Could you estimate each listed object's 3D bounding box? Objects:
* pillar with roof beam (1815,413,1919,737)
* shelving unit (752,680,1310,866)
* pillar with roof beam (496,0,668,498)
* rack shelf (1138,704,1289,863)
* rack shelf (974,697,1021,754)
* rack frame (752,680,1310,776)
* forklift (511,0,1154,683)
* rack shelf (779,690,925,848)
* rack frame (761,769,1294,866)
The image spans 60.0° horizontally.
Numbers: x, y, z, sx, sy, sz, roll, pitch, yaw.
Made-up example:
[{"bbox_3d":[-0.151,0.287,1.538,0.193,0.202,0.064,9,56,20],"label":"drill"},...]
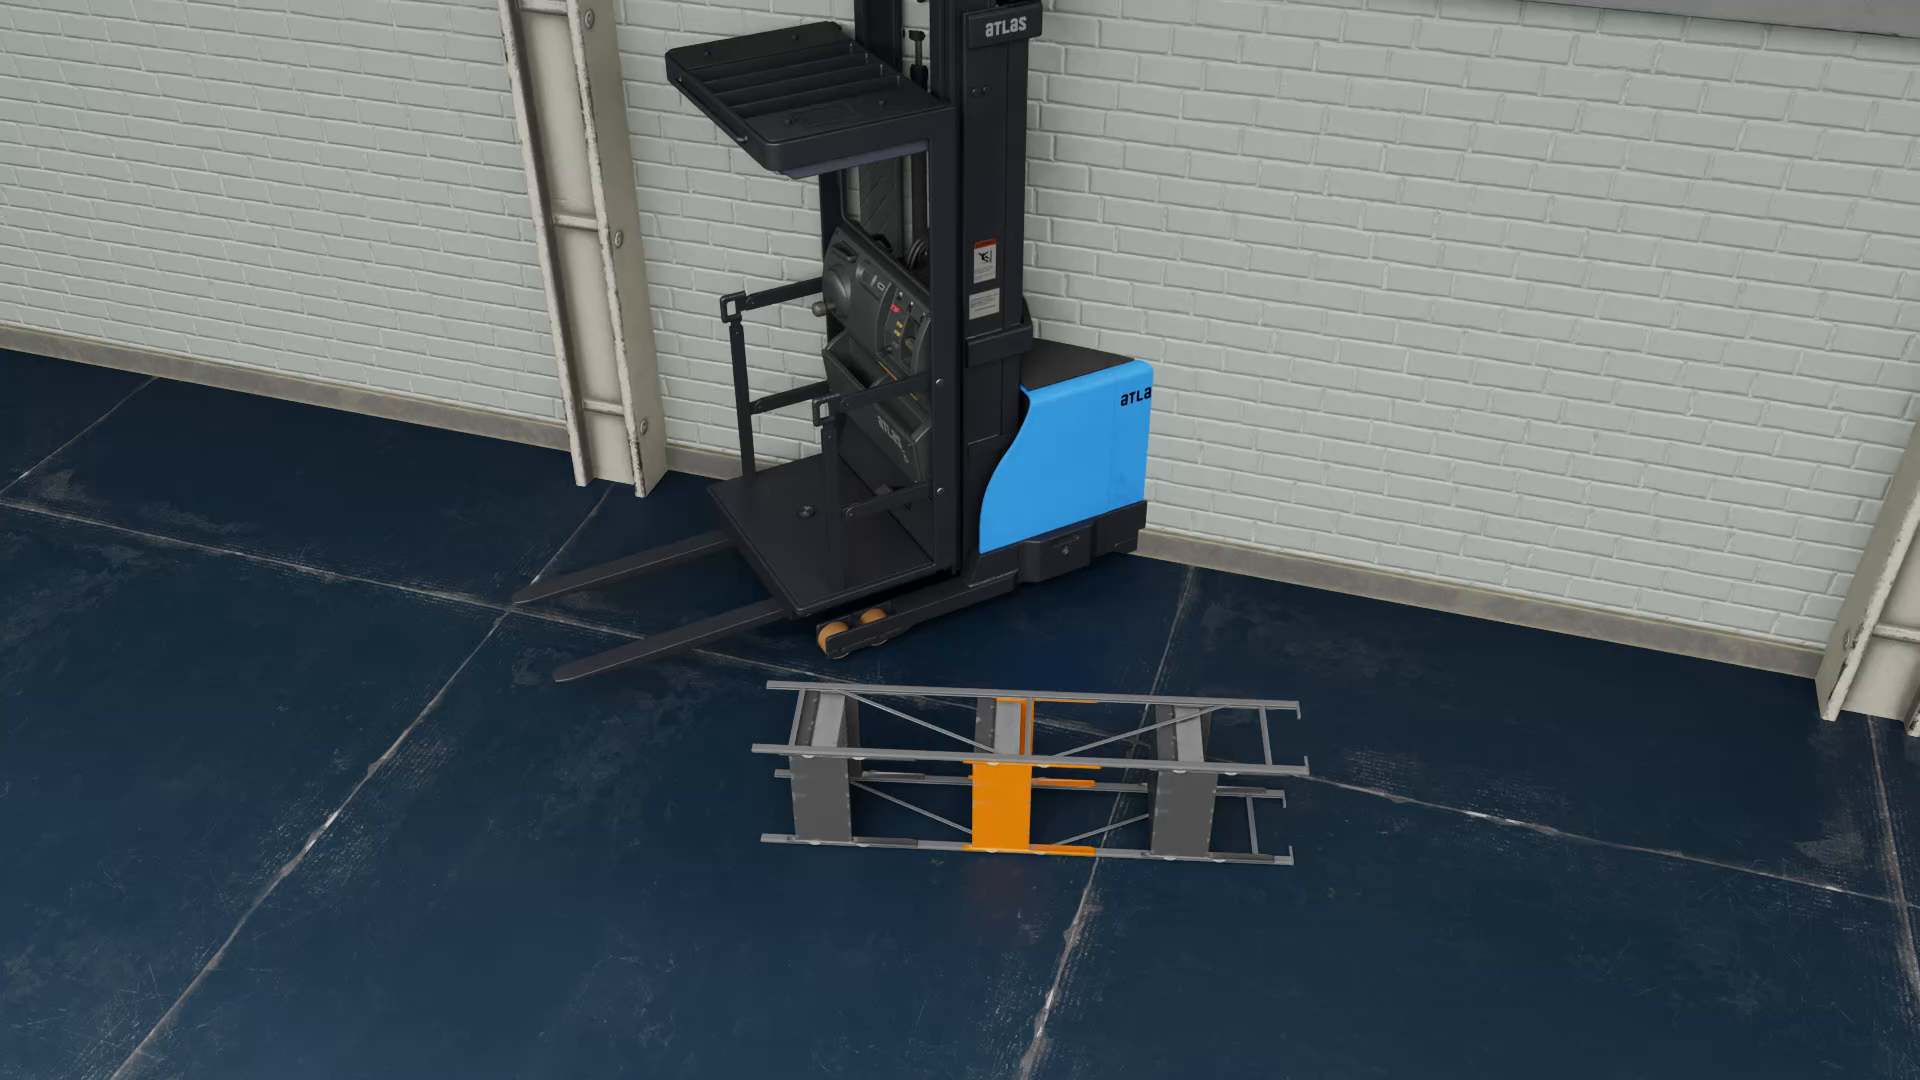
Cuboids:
[{"bbox_3d":[2.681,-0.467,1.293,0.400,9.000,9.100,10,38,14],"label":"pillar with roof beam"},{"bbox_3d":[0.269,0.917,6.569,2.100,0.503,0.431,2,36,3],"label":"shelving unit"},{"bbox_3d":[-3.046,-1.528,2.734,0.400,9.000,9.100,10,38,14],"label":"pillar with roof beam"},{"bbox_3d":[0.982,0.941,6.535,0.518,0.480,0.431,2,36,3],"label":"rack shelf"},{"bbox_3d":[0.146,0.912,6.575,0.174,0.457,0.368,2,36,3],"label":"rack shelf"},{"bbox_3d":[0.269,0.720,6.424,2.100,0.015,0.400,2,36,3],"label":"rack frame"},{"bbox_3d":[-0.547,-1.003,7.140,3.031,2.935,1.130,-18,40,-23],"label":"forklift"},{"bbox_3d":[-0.416,0.893,6.601,0.518,0.480,0.431,2,36,3],"label":"rack shelf"},{"bbox_3d":[0.269,1.113,6.714,2.100,0.015,0.400,2,36,3],"label":"rack frame"}]
